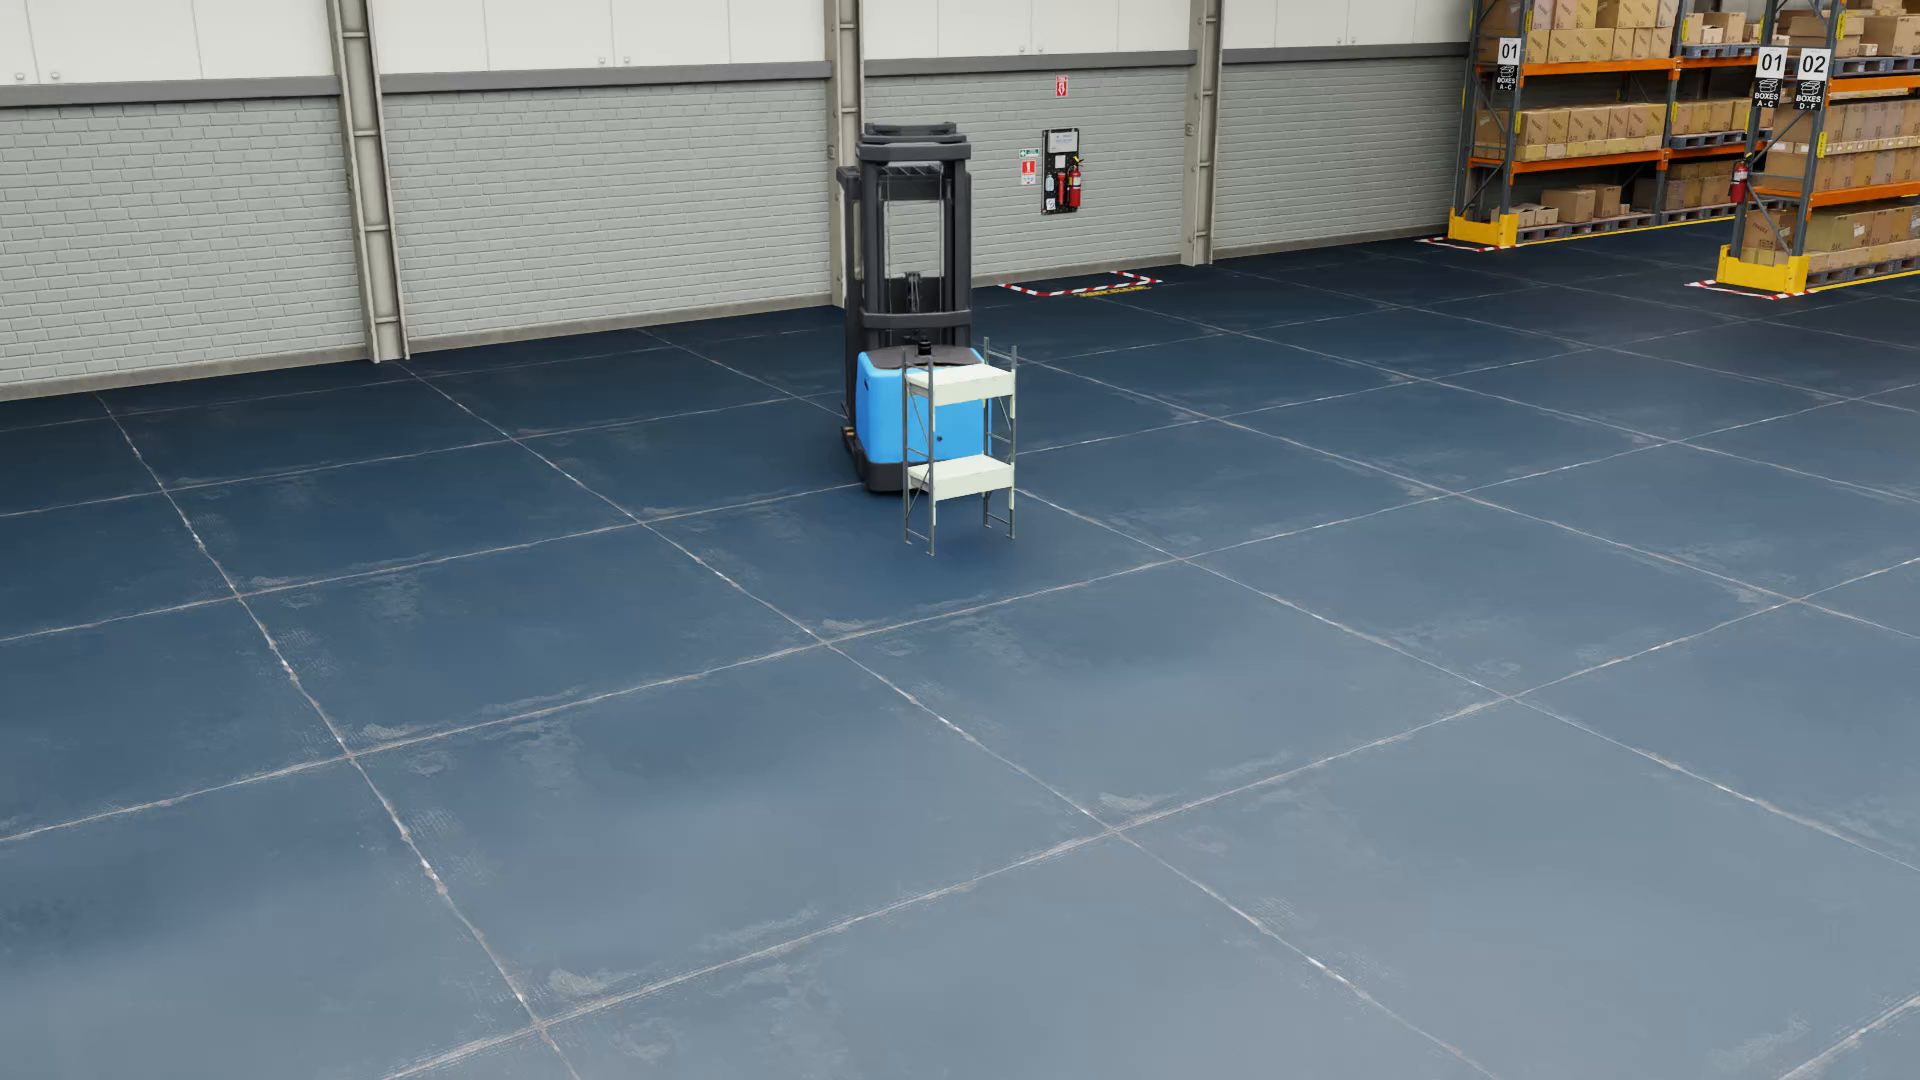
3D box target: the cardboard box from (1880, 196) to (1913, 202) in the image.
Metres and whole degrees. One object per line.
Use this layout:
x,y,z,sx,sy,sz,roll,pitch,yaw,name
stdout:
13.966,-4.926,25.098,0.500,0.500,0.500,-12,22,-31,cardboard box

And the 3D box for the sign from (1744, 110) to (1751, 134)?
10.898,-5.776,22.968,0.005,0.325,0.100,-12,22,-31,sign

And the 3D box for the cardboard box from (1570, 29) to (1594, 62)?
9.774,-7.939,26.674,0.500,0.500,0.500,-11,21,-29,cardboard box

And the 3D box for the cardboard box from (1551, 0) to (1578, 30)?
9.359,-8.321,26.242,0.500,0.500,0.500,-12,22,-32,cardboard box

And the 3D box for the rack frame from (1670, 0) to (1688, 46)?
11.798,-9.838,27.795,0.127,3.000,1.000,-12,22,-31,rack frame

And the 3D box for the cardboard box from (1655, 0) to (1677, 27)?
11.529,-8.787,27.621,0.500,0.500,0.500,-14,23,-36,cardboard box

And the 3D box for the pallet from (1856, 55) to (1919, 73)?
12.810,-6.680,23.276,1.213,0.211,1.003,-12,22,-31,pallet

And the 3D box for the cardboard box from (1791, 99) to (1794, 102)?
15.685,-7.916,30.824,0.500,0.500,0.500,-11,22,-30,cardboard box

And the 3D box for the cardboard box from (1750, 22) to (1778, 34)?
14.411,-9.114,30.148,0.500,0.500,0.500,-12,22,-31,cardboard box

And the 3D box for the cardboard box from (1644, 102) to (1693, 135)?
12.242,-7.333,28.908,0.500,0.500,0.700,-12,22,-31,cardboard box

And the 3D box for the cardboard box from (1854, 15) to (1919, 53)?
13.081,-7.151,23.494,0.637,0.503,0.797,-9,21,-25,cardboard box

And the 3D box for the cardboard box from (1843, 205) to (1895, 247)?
13.009,-4.518,23.891,0.500,0.500,0.500,-12,22,-31,cardboard box

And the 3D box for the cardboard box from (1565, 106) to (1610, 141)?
10.299,-6.857,27.376,0.500,0.500,0.500,-11,22,-30,cardboard box

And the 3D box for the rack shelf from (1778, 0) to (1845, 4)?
12.855,-7.632,23.015,4.000,0.370,1.077,-12,22,-31,rack shelf

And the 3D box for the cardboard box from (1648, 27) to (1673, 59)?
11.510,-8.319,27.797,0.500,0.500,0.500,-11,22,-30,cardboard box

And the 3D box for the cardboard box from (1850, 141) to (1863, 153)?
12.271,-5.468,23.067,0.250,0.149,0.380,-12,22,-32,cardboard box

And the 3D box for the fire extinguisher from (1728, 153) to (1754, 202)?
10.831,-5.034,23.073,0.183,0.674,0.296,-12,22,-31,fire extinguisher

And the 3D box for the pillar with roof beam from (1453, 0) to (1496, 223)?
10.934,-8.337,23.354,0.400,9.000,9.100,-12,22,-31,pillar with roof beam

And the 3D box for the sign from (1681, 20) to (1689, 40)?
12.103,-8.519,27.768,0.005,0.325,0.100,-12,22,-31,sign

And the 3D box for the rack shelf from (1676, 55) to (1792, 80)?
13.468,-8.429,29.433,4.000,0.370,1.077,-12,22,-31,rack shelf

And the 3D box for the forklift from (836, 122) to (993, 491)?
-0.488,-2.222,14.740,1.130,2.935,3.031,-3,19,-10,forklift

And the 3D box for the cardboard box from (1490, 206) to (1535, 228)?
9.085,-5.324,27.322,0.500,0.311,0.500,-15,24,-37,cardboard box

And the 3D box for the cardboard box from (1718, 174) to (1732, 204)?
13.672,-6.430,30.296,0.500,0.500,0.700,-12,22,-32,cardboard box

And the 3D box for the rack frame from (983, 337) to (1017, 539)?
0.300,-0.774,12.692,0.023,1.500,0.400,-12,22,-31,rack frame

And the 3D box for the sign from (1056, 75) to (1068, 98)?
1.409,-6.288,23.041,0.199,0.298,0.001,-12,22,-31,sign

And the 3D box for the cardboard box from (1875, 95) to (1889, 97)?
17.388,-8.276,31.889,0.500,0.500,0.500,-12,22,-31,cardboard box

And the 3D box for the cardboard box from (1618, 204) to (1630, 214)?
11.368,-5.760,28.837,0.250,0.166,0.380,-16,24,-38,cardboard box

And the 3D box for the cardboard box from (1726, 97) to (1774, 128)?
14.300,-7.766,30.188,0.500,0.500,0.700,-14,23,-36,cardboard box

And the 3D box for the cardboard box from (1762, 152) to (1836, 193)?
11.582,-5.094,22.972,0.500,0.500,0.700,-12,22,-31,cardboard box

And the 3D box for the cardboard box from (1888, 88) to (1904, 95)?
17.798,-8.720,32.033,0.500,0.250,0.500,-11,22,-30,cardboard box

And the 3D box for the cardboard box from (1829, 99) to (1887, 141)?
12.483,-5.901,23.333,0.500,0.500,0.700,-12,22,-31,cardboard box

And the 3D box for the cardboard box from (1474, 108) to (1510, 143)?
8.734,-6.725,26.987,0.500,0.500,0.500,-12,22,-32,cardboard box

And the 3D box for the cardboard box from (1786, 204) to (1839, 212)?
12.296,-4.573,24.055,0.500,0.500,0.500,-12,22,-31,cardboard box

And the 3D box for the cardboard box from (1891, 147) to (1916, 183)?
13.300,-5.458,24.048,0.500,0.500,0.700,-12,22,-31,cardboard box

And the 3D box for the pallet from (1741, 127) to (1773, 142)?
14.602,-7.456,30.415,1.003,0.211,1.213,-12,22,-31,pallet

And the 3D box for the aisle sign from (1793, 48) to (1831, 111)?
11.298,-6.106,22.062,0.004,0.787,0.394,-12,22,-31,aisle sign

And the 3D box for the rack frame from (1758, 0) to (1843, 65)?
11.185,-7.810,21.794,0.127,3.000,1.000,-12,22,-31,rack frame

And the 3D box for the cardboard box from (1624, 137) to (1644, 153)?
11.148,-6.685,28.037,0.500,0.250,0.500,-12,22,-31,cardboard box

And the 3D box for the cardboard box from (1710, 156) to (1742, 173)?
14.056,-6.856,30.386,0.500,0.250,0.500,-11,22,-30,cardboard box

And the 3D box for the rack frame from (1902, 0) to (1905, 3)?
18.479,-11.248,31.964,0.127,3.000,1.000,-12,22,-31,rack frame

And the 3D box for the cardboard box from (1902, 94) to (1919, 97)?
14.158,-6.254,24.379,0.500,0.500,0.700,-12,22,-31,cardboard box

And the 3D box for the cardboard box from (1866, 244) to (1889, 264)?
13.009,-4.163,24.012,0.500,0.250,0.500,-12,22,-31,cardboard box

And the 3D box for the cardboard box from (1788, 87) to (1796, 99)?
15.684,-8.270,30.701,0.500,0.250,0.500,-11,22,-30,cardboard box

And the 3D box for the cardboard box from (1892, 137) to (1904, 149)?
13.135,-5.651,23.607,0.250,0.149,0.380,-11,22,-30,cardboard box

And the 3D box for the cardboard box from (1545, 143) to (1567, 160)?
9.465,-6.327,26.978,0.500,0.250,0.500,-13,22,-33,cardboard box

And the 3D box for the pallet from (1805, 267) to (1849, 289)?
11.800,-3.793,23.633,1.213,0.211,1.003,-12,22,-31,pallet

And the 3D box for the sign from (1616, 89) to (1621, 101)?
11.490,-7.693,29.008,0.005,0.325,0.100,-12,22,-31,sign

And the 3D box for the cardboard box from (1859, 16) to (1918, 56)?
12.722,-6.921,22.818,0.500,0.500,0.500,-12,22,-31,cardboard box

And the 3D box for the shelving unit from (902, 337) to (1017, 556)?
-0.006,-0.709,12.501,0.755,1.500,0.431,-12,22,-31,shelving unit

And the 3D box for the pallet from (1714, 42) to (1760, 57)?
13.237,-8.592,29.086,1.003,0.211,1.213,-12,22,-31,pallet

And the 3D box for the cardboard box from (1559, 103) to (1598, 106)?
10.437,-7.087,28.056,0.500,0.500,0.500,-11,22,-30,cardboard box

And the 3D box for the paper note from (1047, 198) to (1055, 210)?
1.284,-4.735,23.441,0.142,0.148,0.016,-12,22,-31,paper note

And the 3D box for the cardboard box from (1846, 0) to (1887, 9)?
17.220,-10.216,31.583,0.500,0.250,0.500,-13,22,-33,cardboard box

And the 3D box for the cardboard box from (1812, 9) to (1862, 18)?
16.395,-9.680,31.167,0.500,0.500,0.700,-11,21,-29,cardboard box
